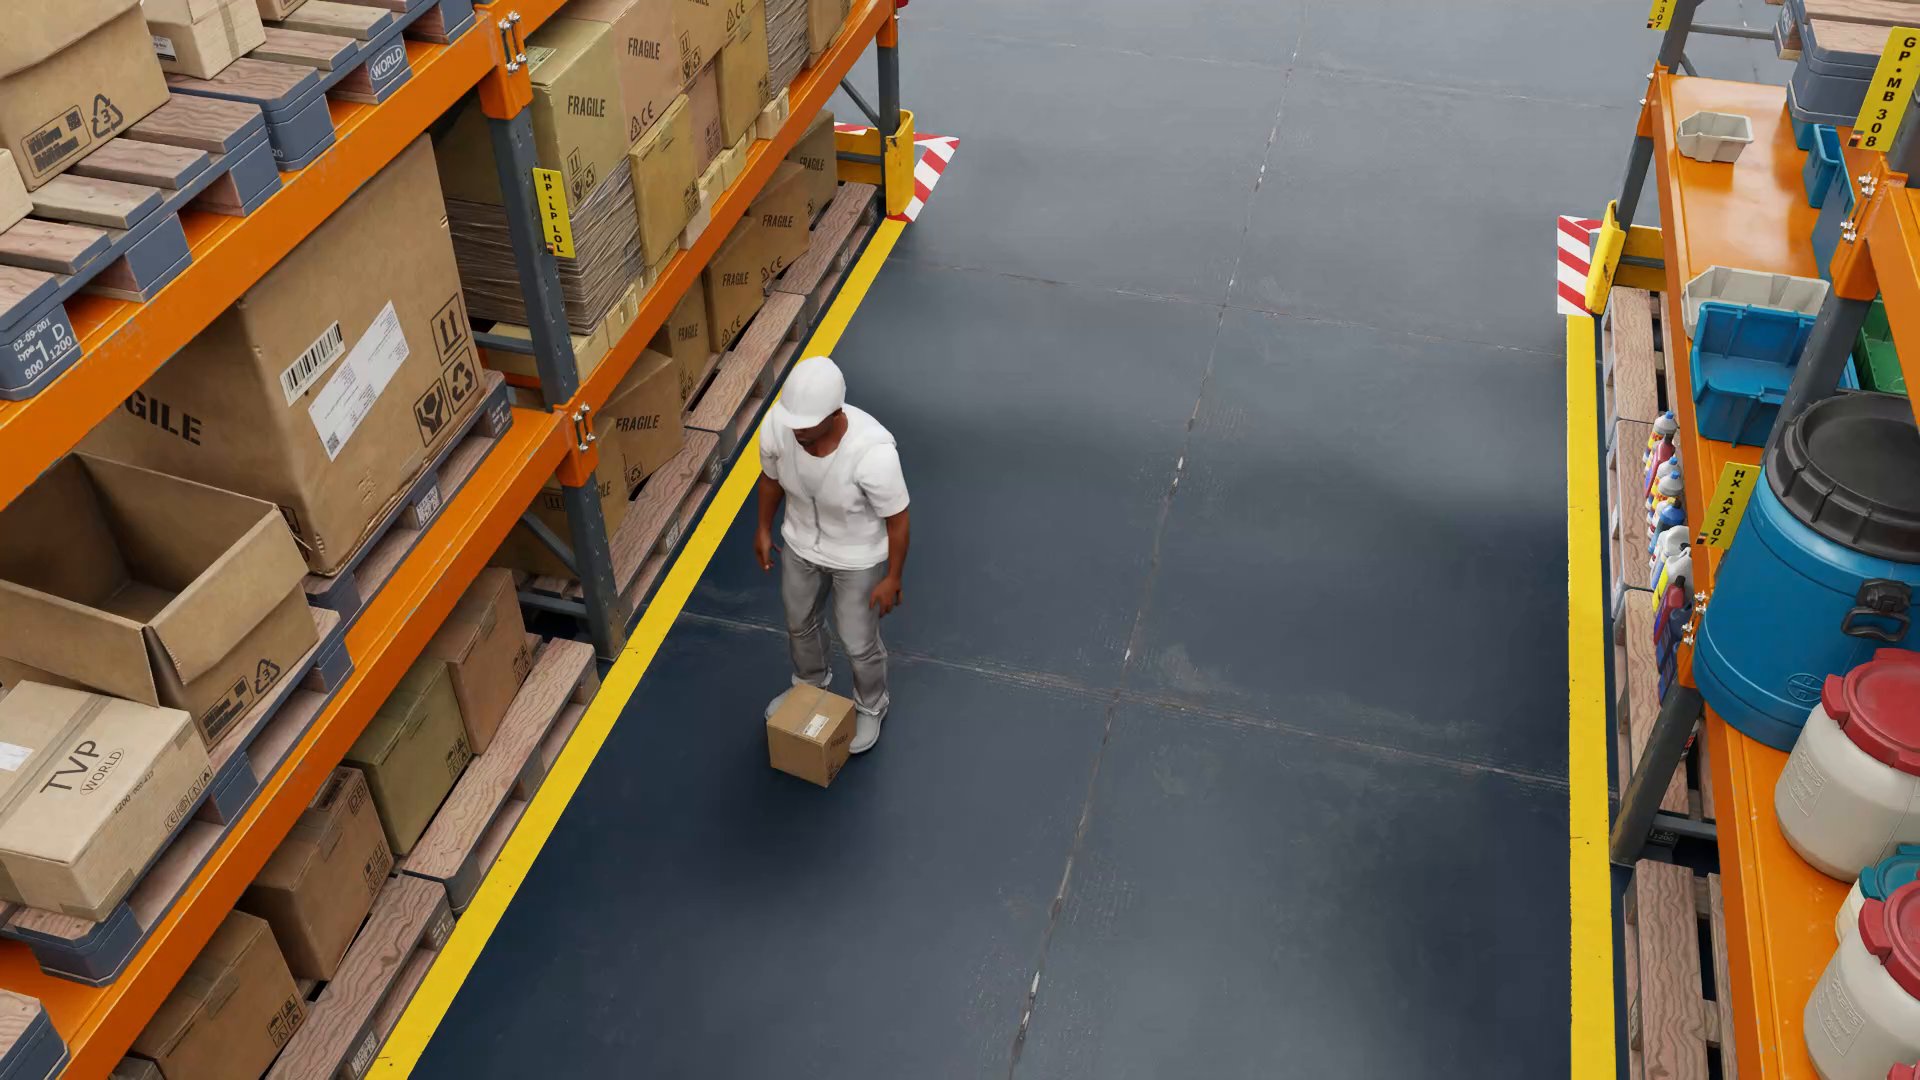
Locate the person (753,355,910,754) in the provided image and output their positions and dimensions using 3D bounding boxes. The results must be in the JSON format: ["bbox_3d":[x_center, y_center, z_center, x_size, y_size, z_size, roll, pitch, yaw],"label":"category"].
[{"bbox_3d":[-0.477,0.044,6.092,0.627,1.761,0.457,20,45,21],"label":"person"}]
